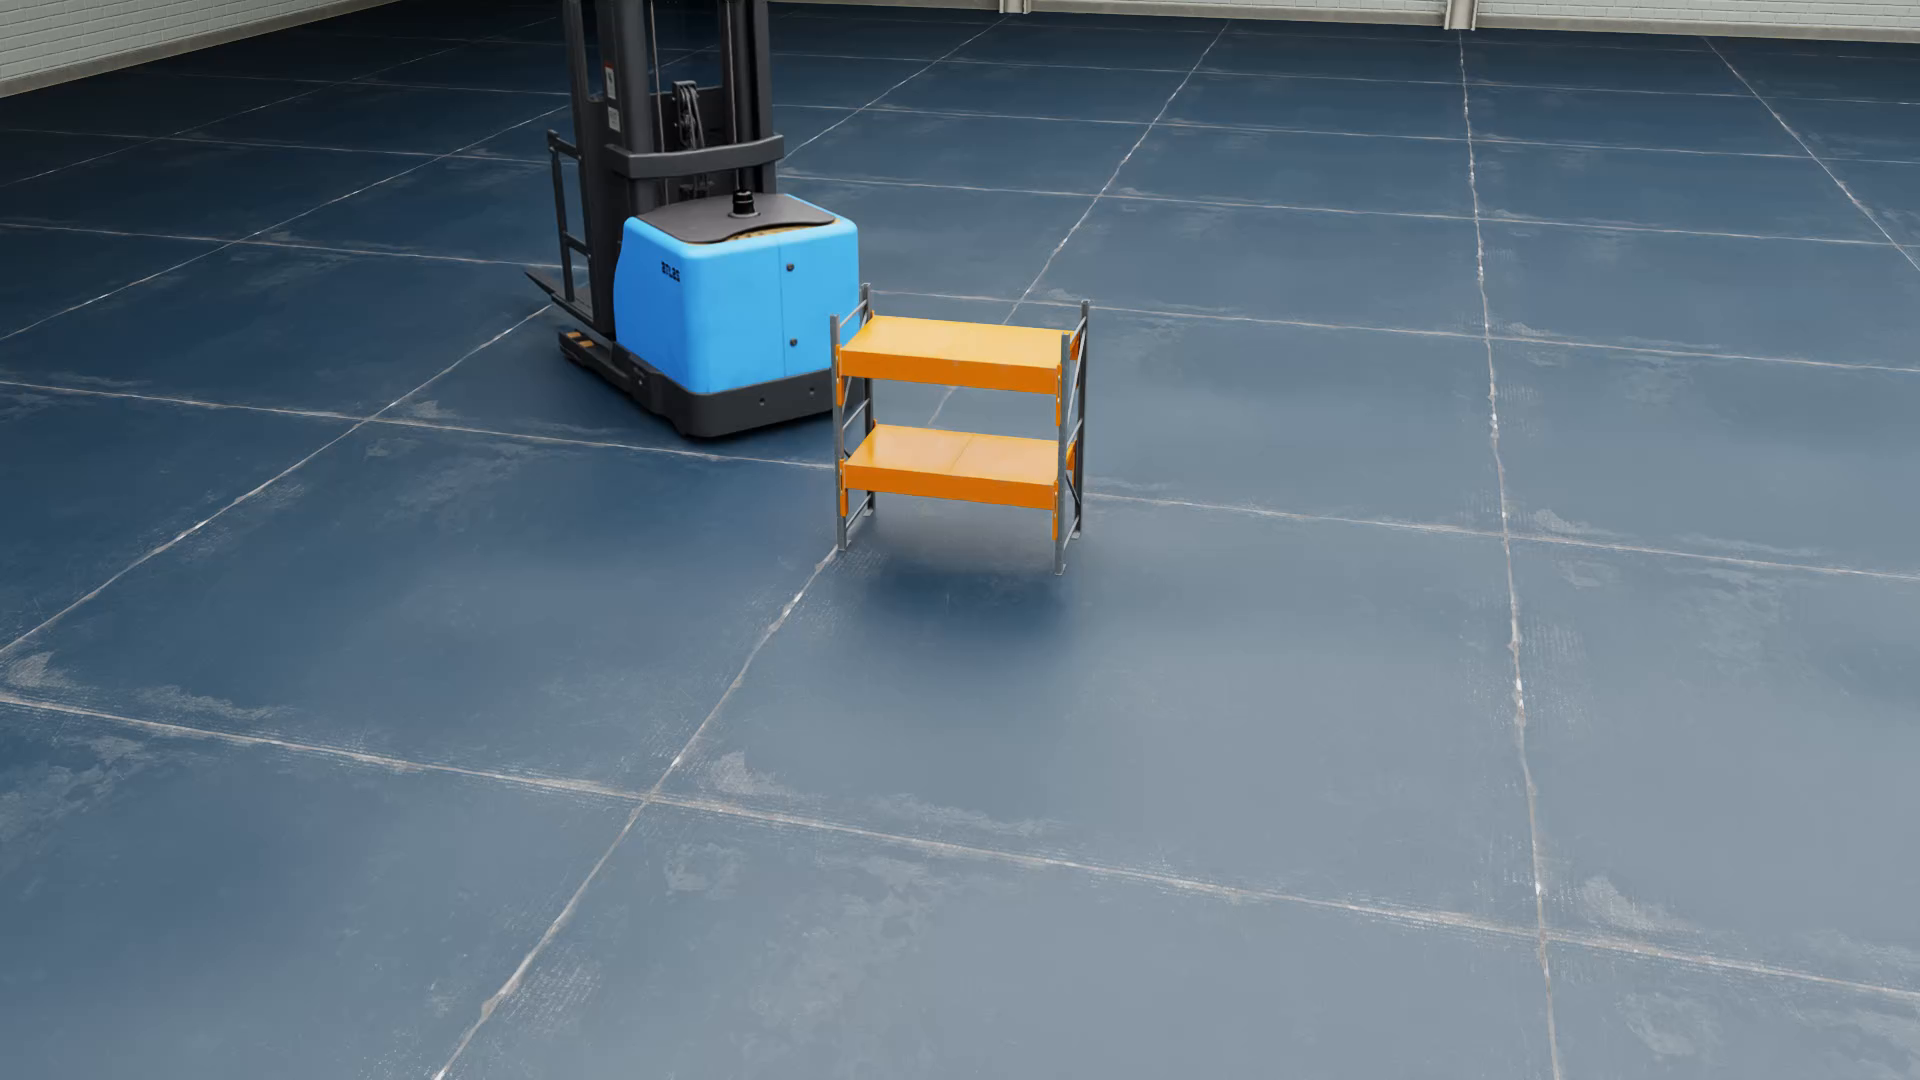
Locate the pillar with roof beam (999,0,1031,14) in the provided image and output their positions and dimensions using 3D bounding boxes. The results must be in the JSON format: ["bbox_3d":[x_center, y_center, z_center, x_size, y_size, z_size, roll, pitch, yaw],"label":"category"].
[{"bbox_3d":[-0.296,-9.668,17.589,0.400,9.000,9.100,6,26,13],"label":"pillar with roof beam"}]

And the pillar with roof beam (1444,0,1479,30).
[{"bbox_3d":[5.515,-9.026,16.240,0.400,9.000,9.100,6,26,13],"label":"pillar with roof beam"}]

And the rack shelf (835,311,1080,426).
[{"bbox_3d":[0.007,-0.771,7.381,1.000,0.278,0.538,6,26,13],"label":"rack shelf"}]

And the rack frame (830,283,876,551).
[{"bbox_3d":[-0.486,-0.562,7.621,0.032,1.125,0.500,6,26,13],"label":"rack frame"}]

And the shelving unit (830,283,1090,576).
[{"bbox_3d":[0.007,-0.507,7.507,1.048,1.125,0.538,6,26,13],"label":"shelving unit"}]

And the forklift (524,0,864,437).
[{"bbox_3d":[-1.761,-2.445,9.475,1.130,2.935,3.031,-16,30,-30],"label":"forklift"}]

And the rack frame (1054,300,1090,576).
[{"bbox_3d":[0.499,-0.453,7.392,0.032,1.125,0.500,6,26,13],"label":"rack frame"}]

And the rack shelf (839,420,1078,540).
[{"bbox_3d":[0.007,-0.286,7.612,1.000,0.278,0.538,6,26,13],"label":"rack shelf"}]
